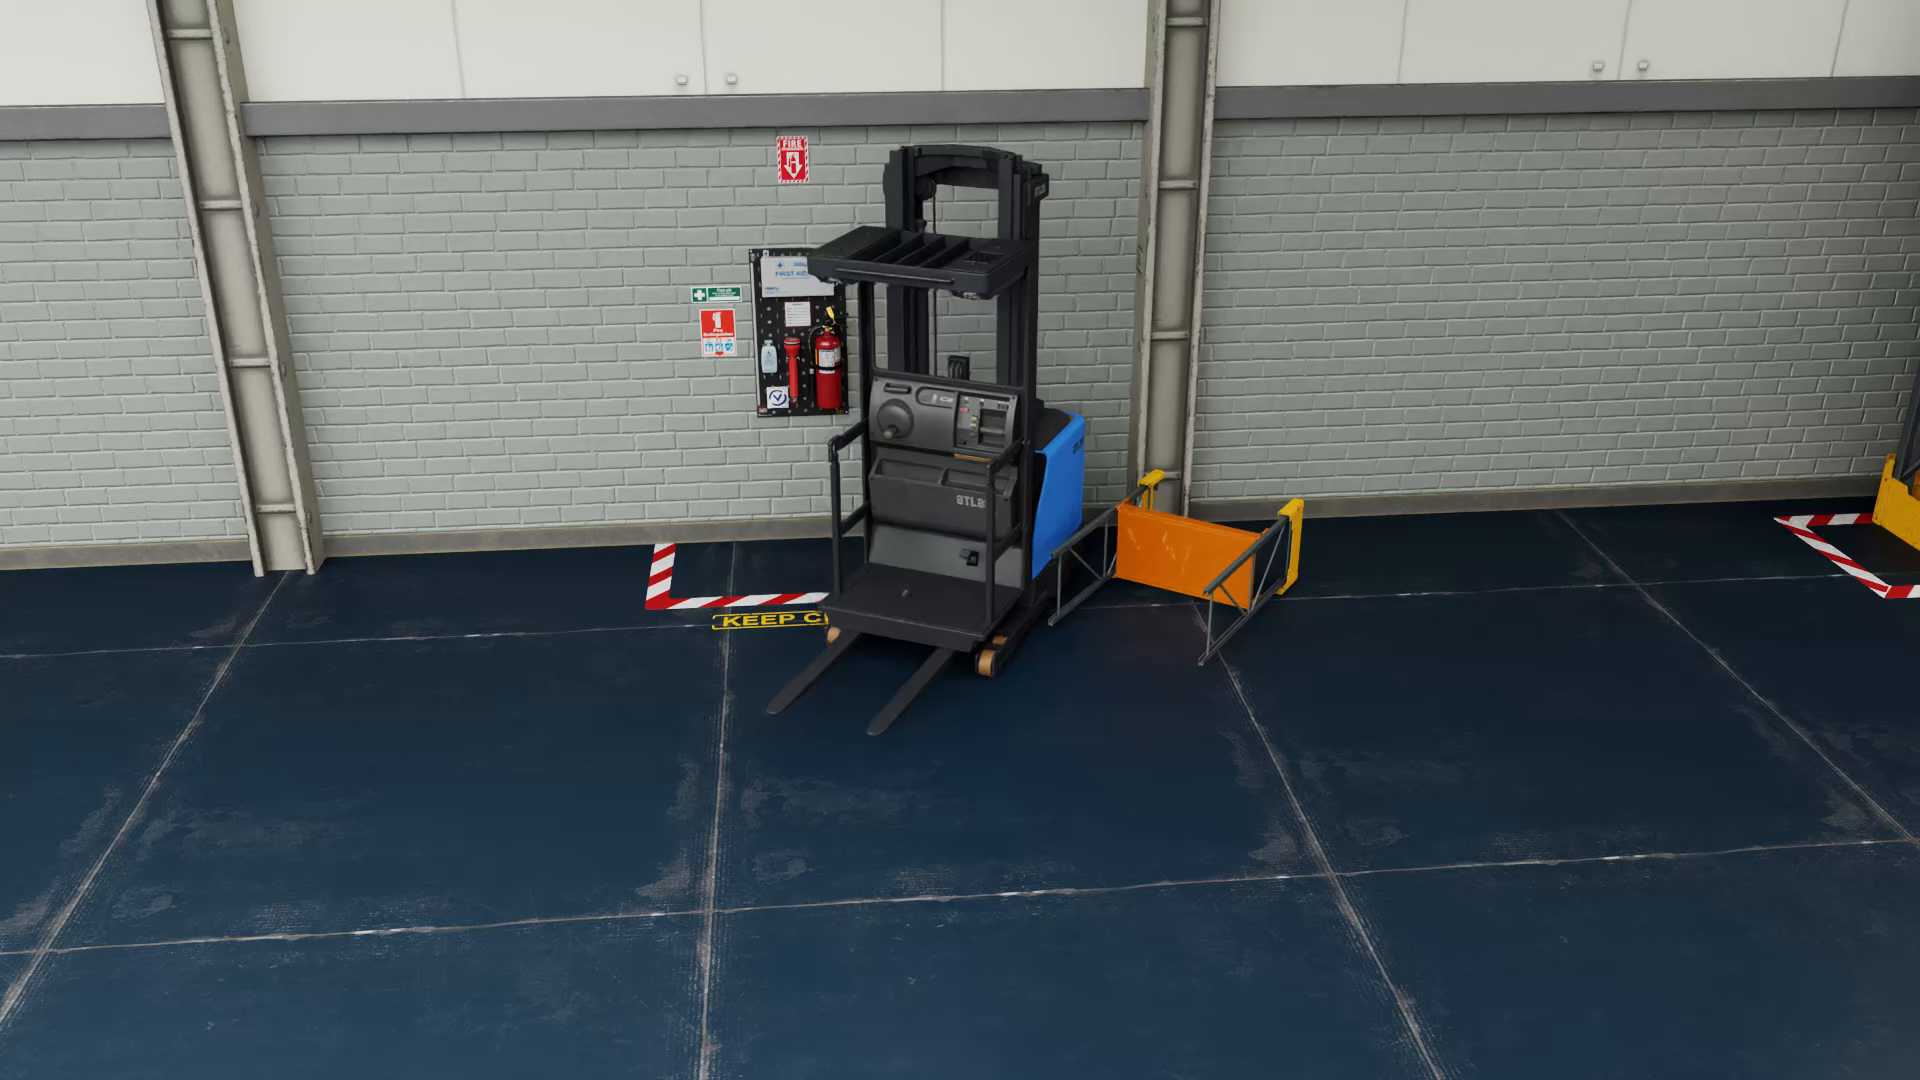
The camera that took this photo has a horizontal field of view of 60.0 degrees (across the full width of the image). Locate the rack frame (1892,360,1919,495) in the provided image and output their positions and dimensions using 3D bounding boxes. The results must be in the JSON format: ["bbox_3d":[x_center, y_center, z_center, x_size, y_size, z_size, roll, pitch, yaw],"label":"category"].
[{"bbox_3d":[6.763,-1.298,10.976,0.127,3.000,1.000,-2,24,-5],"label":"rack frame"}]

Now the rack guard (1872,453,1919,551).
[{"bbox_3d":[6.839,-0.158,11.491,0.348,0.500,1.175,-2,24,-5],"label":"rack guard"}]

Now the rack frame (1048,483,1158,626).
[{"bbox_3d":[0.956,0.045,10.894,0.032,0.500,1.500,14,27,28],"label":"rack frame"}]

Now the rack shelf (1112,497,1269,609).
[{"bbox_3d":[1.484,0.090,10.793,1.000,0.538,0.185,14,27,28],"label":"rack shelf"}]

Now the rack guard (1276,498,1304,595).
[{"bbox_3d":[2.148,0.042,10.901,0.087,0.587,0.250,14,27,28],"label":"rack guard"}]

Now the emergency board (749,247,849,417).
[{"bbox_3d":[-1.059,-1.352,11.100,0.643,1.169,0.194,-2,24,-5],"label":"emergency board"}]

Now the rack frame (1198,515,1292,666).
[{"bbox_3d":[1.825,0.259,10.412,0.032,0.500,1.500,14,27,28],"label":"rack frame"}]

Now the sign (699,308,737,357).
[{"bbox_3d":[-1.619,-1.388,11.136,0.234,0.329,0.001,-2,24,-5],"label":"sign"}]

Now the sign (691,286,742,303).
[{"bbox_3d":[-1.614,-1.627,11.021,0.331,0.109,0.001,-2,24,-5],"label":"sign"}]

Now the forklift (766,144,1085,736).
[{"bbox_3d":[-0.182,-0.716,9.752,1.130,2.935,3.031,9,26,20],"label":"forklift"}]

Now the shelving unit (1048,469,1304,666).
[{"bbox_3d":[1.398,0.154,10.649,1.083,0.587,1.500,14,27,28],"label":"shelving unit"}]

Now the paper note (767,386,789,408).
[{"bbox_3d":[-1.242,-0.971,11.325,0.142,0.148,0.016,-2,24,-5],"label":"paper note"}]

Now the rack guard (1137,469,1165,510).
[{"bbox_3d":[1.297,-0.168,11.373,0.087,0.587,0.250,14,27,28],"label":"rack guard"}]

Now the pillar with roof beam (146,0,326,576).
[{"bbox_3d":[-4.144,-2.197,5.615,0.400,9.000,9.100,-2,24,-5],"label":"pillar with roof beam"}]

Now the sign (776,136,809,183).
[{"bbox_3d":[-1.077,-2.452,10.719,0.199,0.298,0.001,-2,24,-5],"label":"sign"}]

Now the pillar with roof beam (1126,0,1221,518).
[{"bbox_3d":[1.827,-2.437,6.153,0.400,9.000,9.100,-2,24,-5],"label":"pillar with roof beam"}]
